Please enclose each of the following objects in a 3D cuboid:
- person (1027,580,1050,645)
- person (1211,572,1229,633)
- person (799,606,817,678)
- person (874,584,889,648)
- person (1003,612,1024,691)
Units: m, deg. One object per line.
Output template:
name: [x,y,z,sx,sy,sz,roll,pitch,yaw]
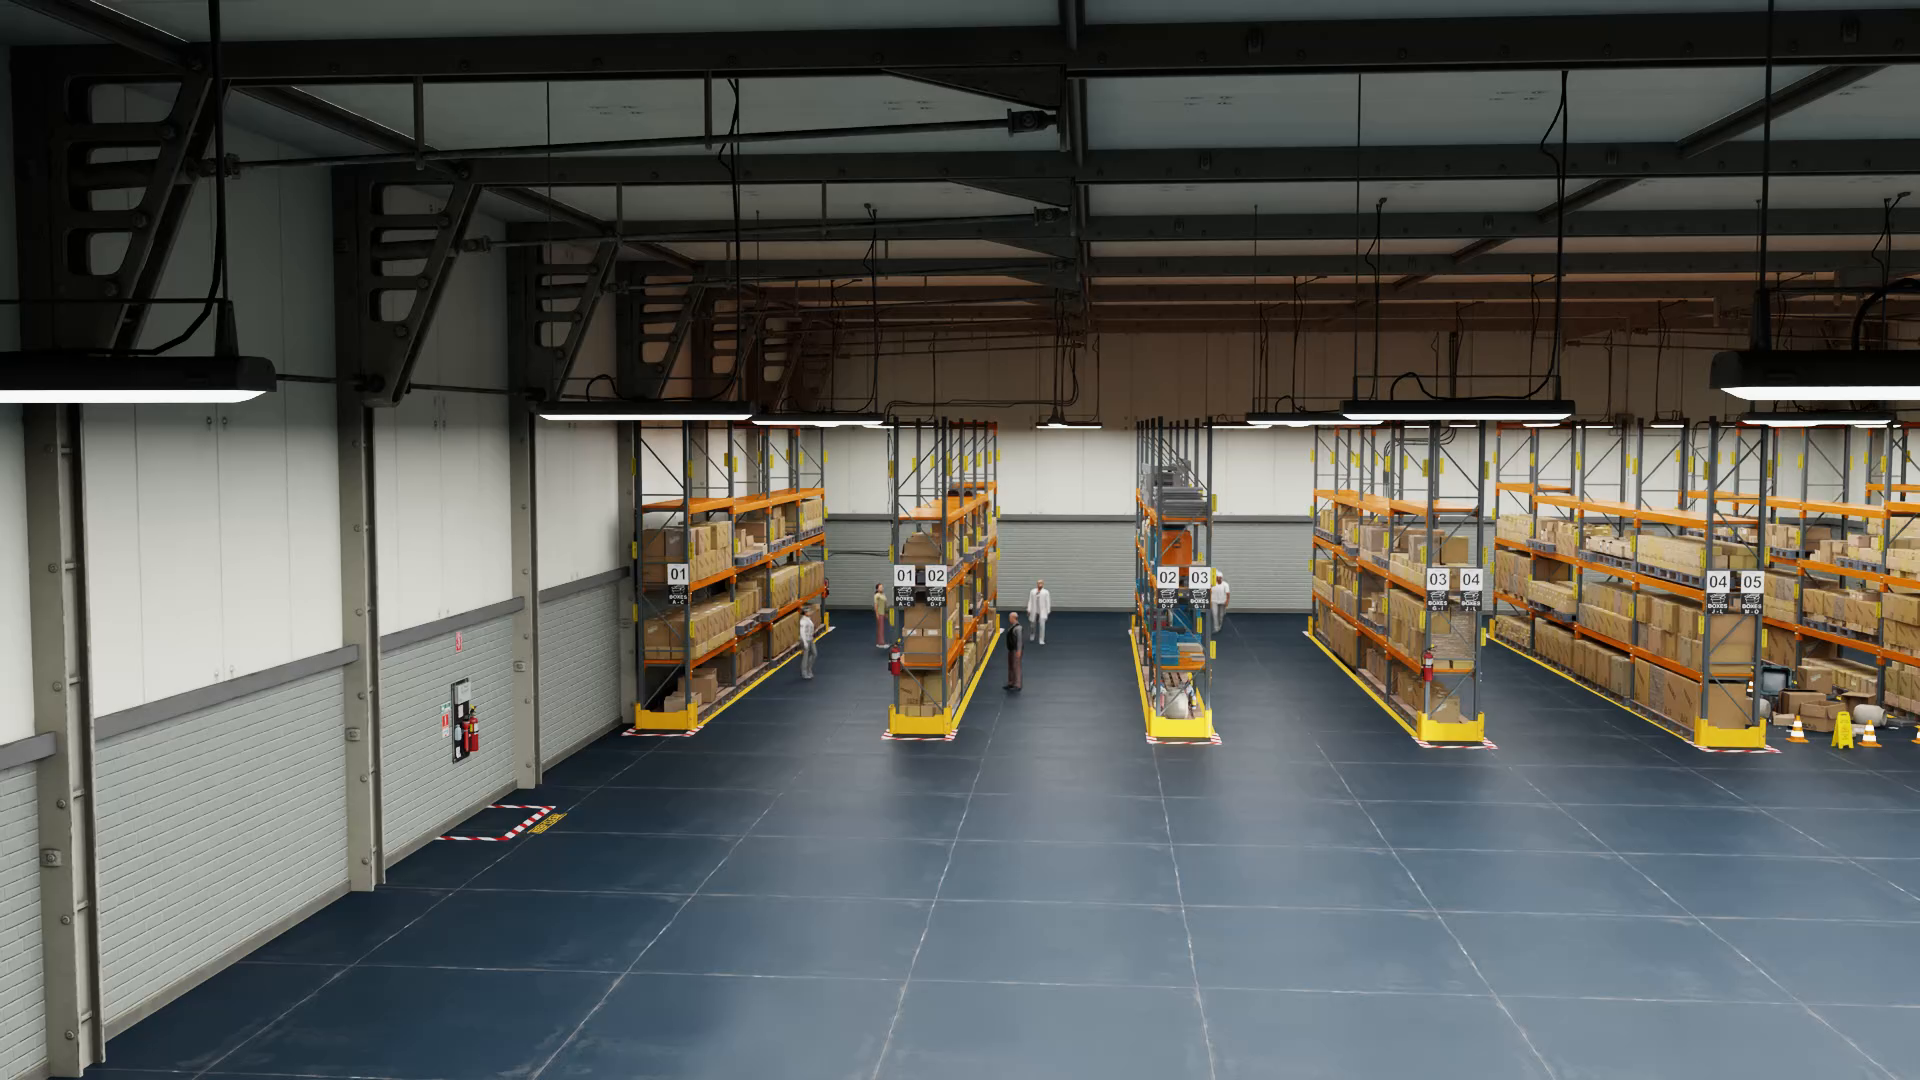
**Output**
person: [2.119,1.925,44.816,0.633,1.718,0.991,0,4,2]
person: [7.379,1.772,47.239,0.542,1.718,1.058,0,4,2]
person: [-3.573,2.385,38.696,0.356,1.724,0.563,2,4,23]
person: [-2.010,1.971,43.439,0.477,1.668,0.486,1,4,14]
person: [1.175,2.455,36.740,0.425,1.726,0.565,-1,4,-19]
